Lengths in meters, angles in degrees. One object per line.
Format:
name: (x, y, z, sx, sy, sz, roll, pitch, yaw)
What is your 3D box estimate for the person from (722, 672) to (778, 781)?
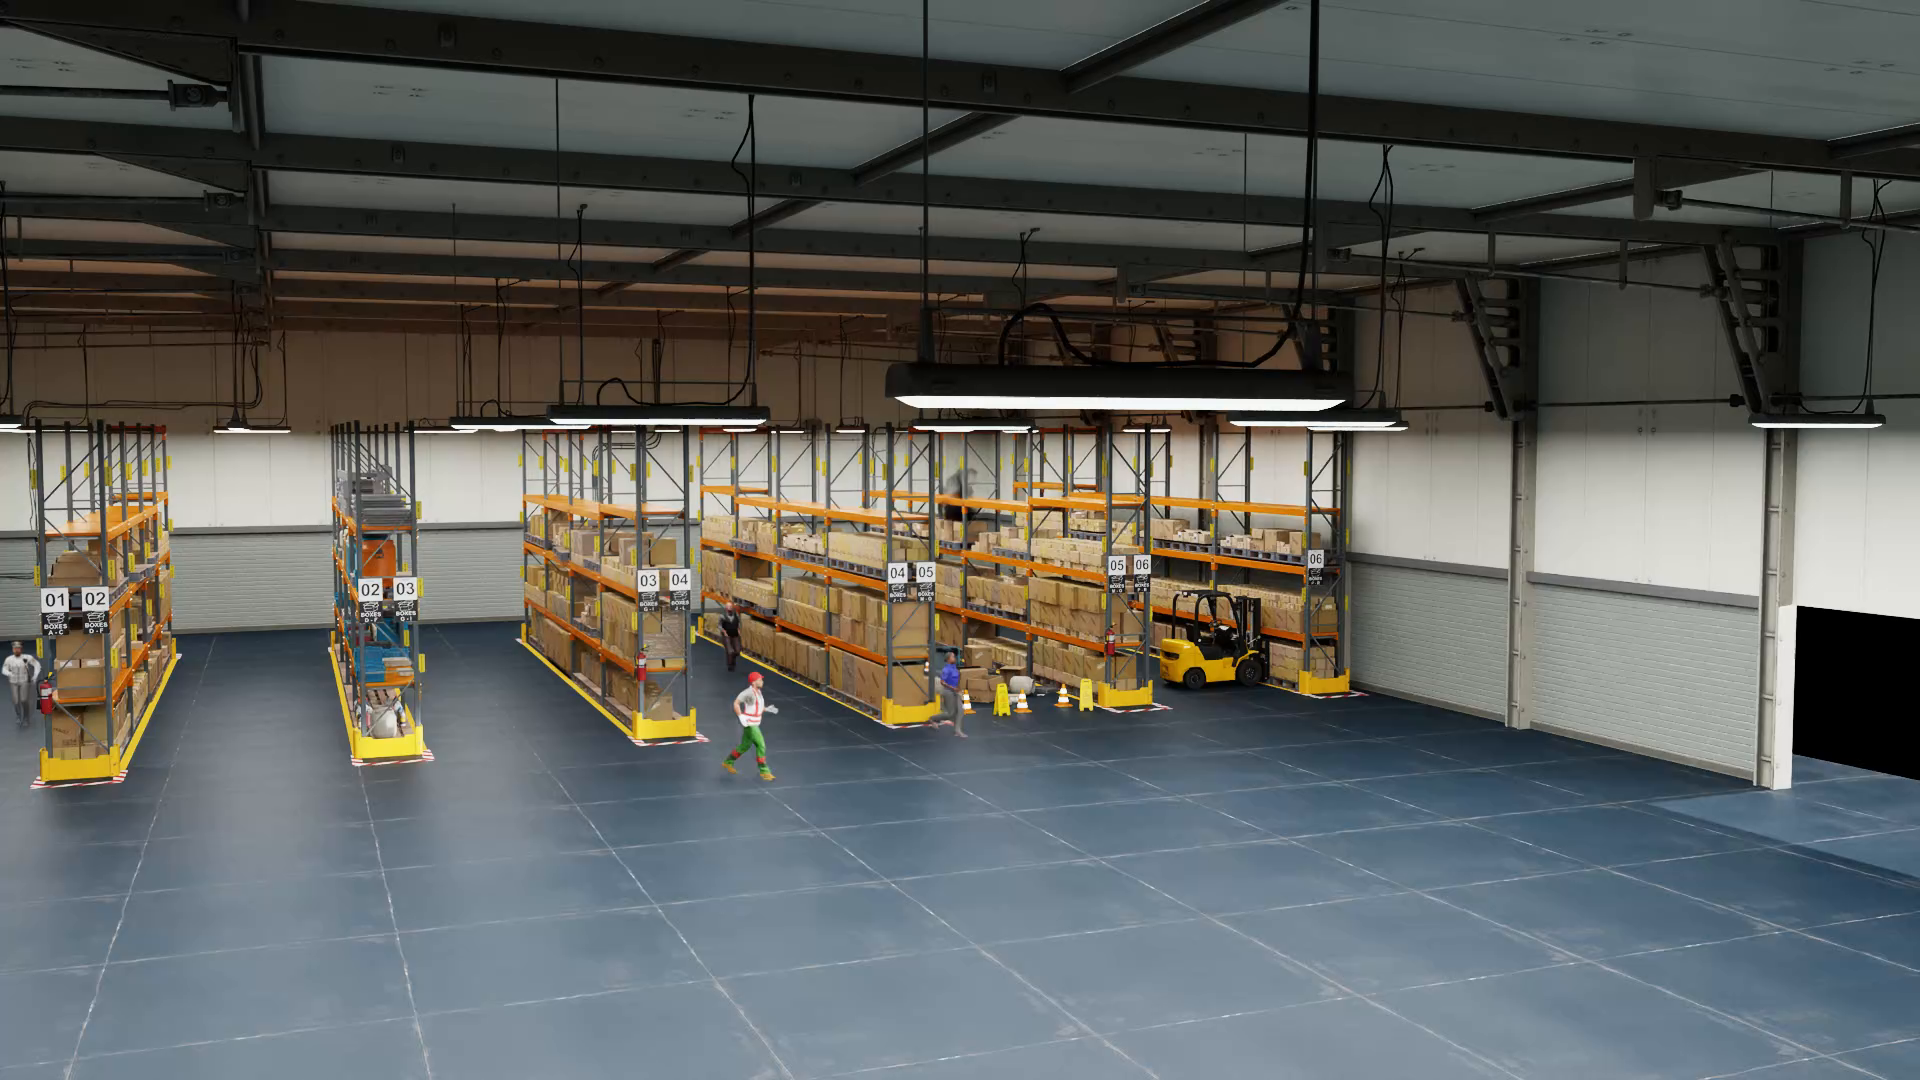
person: (-3.514, 3.092, 27.735, 0.978, 1.803, 0.597, 0, 4, 6)

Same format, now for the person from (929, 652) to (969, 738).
person: (-0.202, 2.940, 31.626, 0.792, 1.636, 0.580, 2, 4, 23)

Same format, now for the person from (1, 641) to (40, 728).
person: (-18.486, 2.849, 32.717, 0.625, 1.743, 0.701, -1, 4, -20)

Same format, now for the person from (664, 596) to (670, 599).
person: (-8.105, 1.998, 46.059, 0.660, 1.708, 0.642, -1, 4, -17)

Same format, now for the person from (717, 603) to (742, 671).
person: (-5.574, 2.356, 40.412, 0.638, 1.675, 0.576, -2, 4, -23)
